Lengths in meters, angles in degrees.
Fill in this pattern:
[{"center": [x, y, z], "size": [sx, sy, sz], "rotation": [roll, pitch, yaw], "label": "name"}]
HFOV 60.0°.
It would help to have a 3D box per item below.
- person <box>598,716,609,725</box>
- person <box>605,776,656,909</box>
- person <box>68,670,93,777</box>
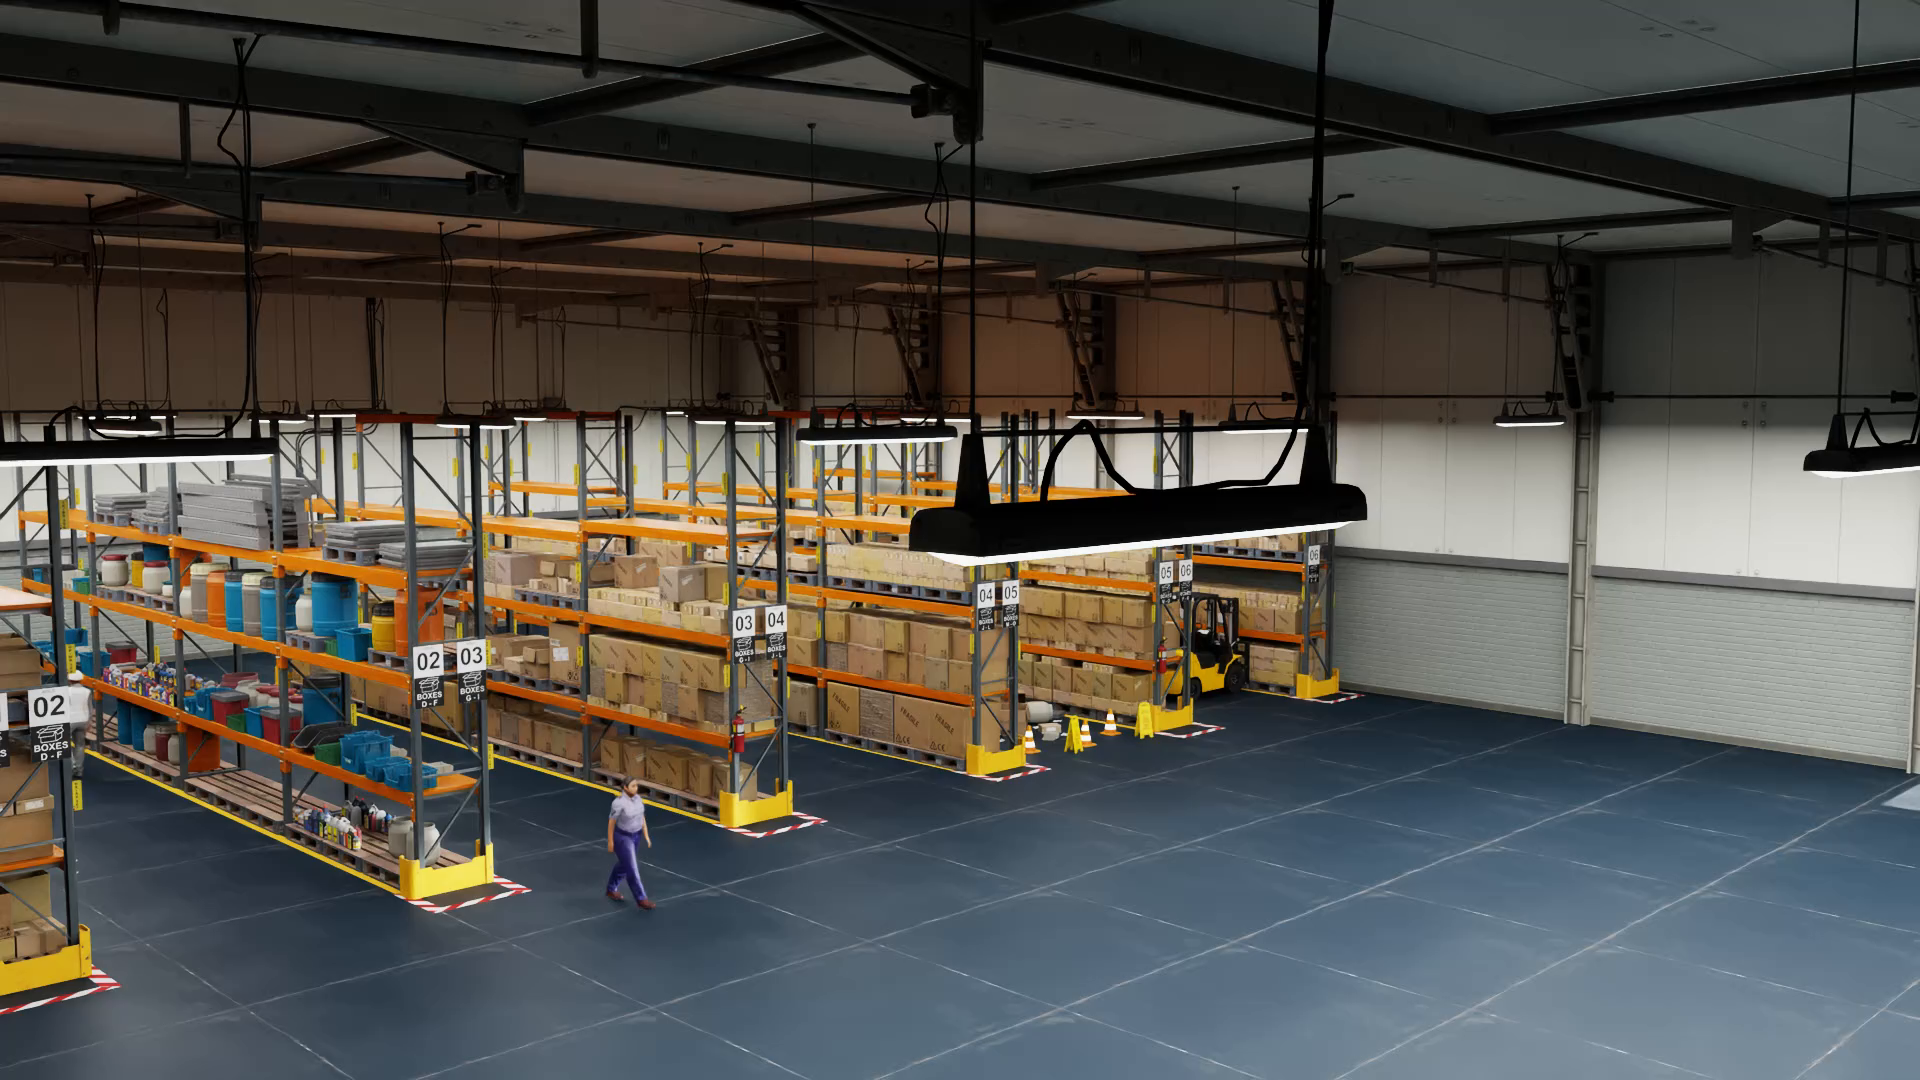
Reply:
[{"center": [-6.640, 2.825, 31.265], "size": [0.503, 1.624, 0.538], "rotation": [5, 7, 42], "label": "person"}, {"center": [-4.069, 3.719, 20.630], "size": [0.964, 1.597, 0.538], "rotation": [2, 5, 24], "label": "person"}, {"center": [-14.698, 3.040, 27.629], "size": [0.449, 1.771, 0.570], "rotation": [5, 7, 43], "label": "person"}]
